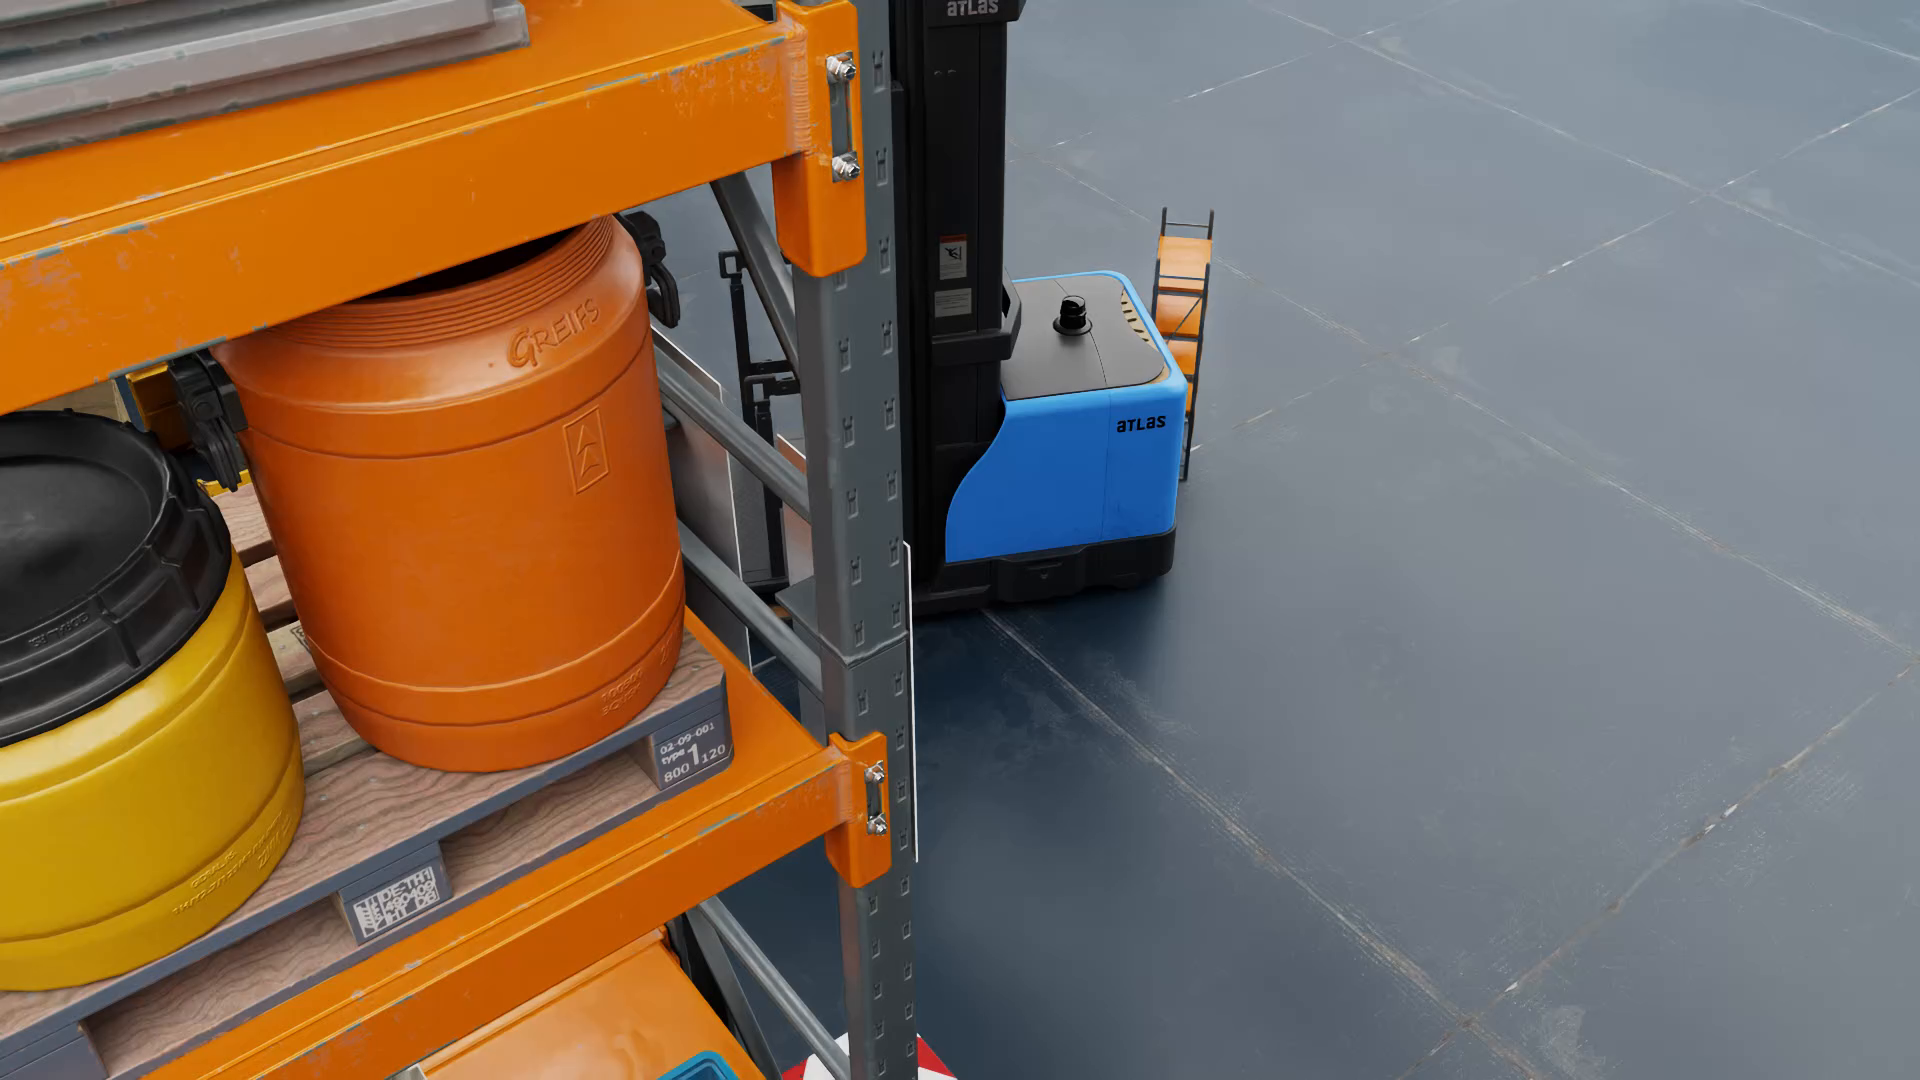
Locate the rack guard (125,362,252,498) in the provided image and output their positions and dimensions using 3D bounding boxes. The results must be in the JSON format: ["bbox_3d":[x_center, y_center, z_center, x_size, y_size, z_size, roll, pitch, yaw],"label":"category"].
[{"bbox_3d":[-3.519,-0.395,7.837,0.348,0.500,1.175,-26,46,-28],"label":"rack guard"}]

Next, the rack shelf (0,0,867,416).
[{"bbox_3d":[-2.027,-0.014,1.554,4.000,0.370,1.077,-26,46,-28],"label":"rack shelf"}]

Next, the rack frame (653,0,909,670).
[{"bbox_3d":[-0.441,-1.219,2.141,0.127,3.000,1.000,-26,46,-28],"label":"rack frame"}]

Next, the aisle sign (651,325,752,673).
[{"bbox_3d":[-0.562,-0.080,3.433,0.004,0.787,0.394,-26,46,-28],"label":"aisle sign"}]

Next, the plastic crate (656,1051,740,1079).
[{"bbox_3d":[-0.655,1.501,3.672,0.616,0.251,0.499,-26,46,-28],"label":"plastic crate"}]

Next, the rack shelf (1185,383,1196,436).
[{"bbox_3d":[1.026,-0.717,8.097,0.258,0.148,0.480,6,40,7],"label":"rack shelf"}]

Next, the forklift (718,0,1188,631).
[{"bbox_3d":[-8.437,-3.855,10.139,16.498,2.935,13.043,-8,40,-9],"label":"forklift"}]

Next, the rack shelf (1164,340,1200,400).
[{"bbox_3d":[1.026,-0.871,7.971,0.258,0.148,0.480,6,40,7],"label":"rack shelf"}]

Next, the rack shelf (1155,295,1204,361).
[{"bbox_3d":[1.026,-1.044,7.830,0.258,0.148,0.480,6,40,7],"label":"rack shelf"}]

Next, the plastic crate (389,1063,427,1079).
[{"bbox_3d":[-1.346,1.386,3.903,0.250,0.136,0.298,-26,46,-28],"label":"plastic crate"}]

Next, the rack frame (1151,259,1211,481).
[{"bbox_3d":[0.989,-0.770,7.742,0.240,1.200,0.015,6,40,7],"label":"rack frame"}]

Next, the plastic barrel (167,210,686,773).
[{"bbox_3d":[-0.749,-0.136,2.517,0.708,0.830,0.600,-26,46,-28],"label":"plastic barrel"}]

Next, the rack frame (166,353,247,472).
[{"bbox_3d":[-3.459,-1.391,7.080,0.127,3.000,1.000,-26,46,-28],"label":"rack frame"}]

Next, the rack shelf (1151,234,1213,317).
[{"bbox_3d":[1.026,-1.226,7.680,0.258,0.148,0.480,6,40,7],"label":"rack shelf"}]

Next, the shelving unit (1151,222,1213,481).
[{"bbox_3d":[1.026,-0.921,7.927,0.258,1.200,0.499,6,40,7],"label":"shelving unit"}]

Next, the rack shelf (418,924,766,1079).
[{"bbox_3d":[-2.027,2.151,3.330,4.000,0.370,1.077,-26,46,-28],"label":"rack shelf"}]

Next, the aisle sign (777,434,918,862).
[{"bbox_3d":[-0.203,0.216,3.071,0.004,0.787,0.394,-26,46,-28],"label":"aisle sign"}]

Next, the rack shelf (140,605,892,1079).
[{"bbox_3d":[-2.027,0.991,2.379,4.000,0.370,1.077,-26,46,-28],"label":"rack shelf"}]

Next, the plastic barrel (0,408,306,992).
[{"bbox_3d":[-1.267,0.210,2.285,0.600,0.588,0.600,0,39,0],"label":"plastic barrel"}]

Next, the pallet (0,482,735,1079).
[{"bbox_3d":[-1.156,0.284,2.823,1.213,0.211,1.003,-26,46,-28],"label":"pallet"}]

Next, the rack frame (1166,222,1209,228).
[{"bbox_3d":[1.063,-1.076,8.115,0.228,1.046,0.006,6,40,7],"label":"rack frame"}]

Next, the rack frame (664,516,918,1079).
[{"bbox_3d":[-0.441,1.100,4.044,0.127,3.000,1.000,-26,46,-28],"label":"rack frame"}]
